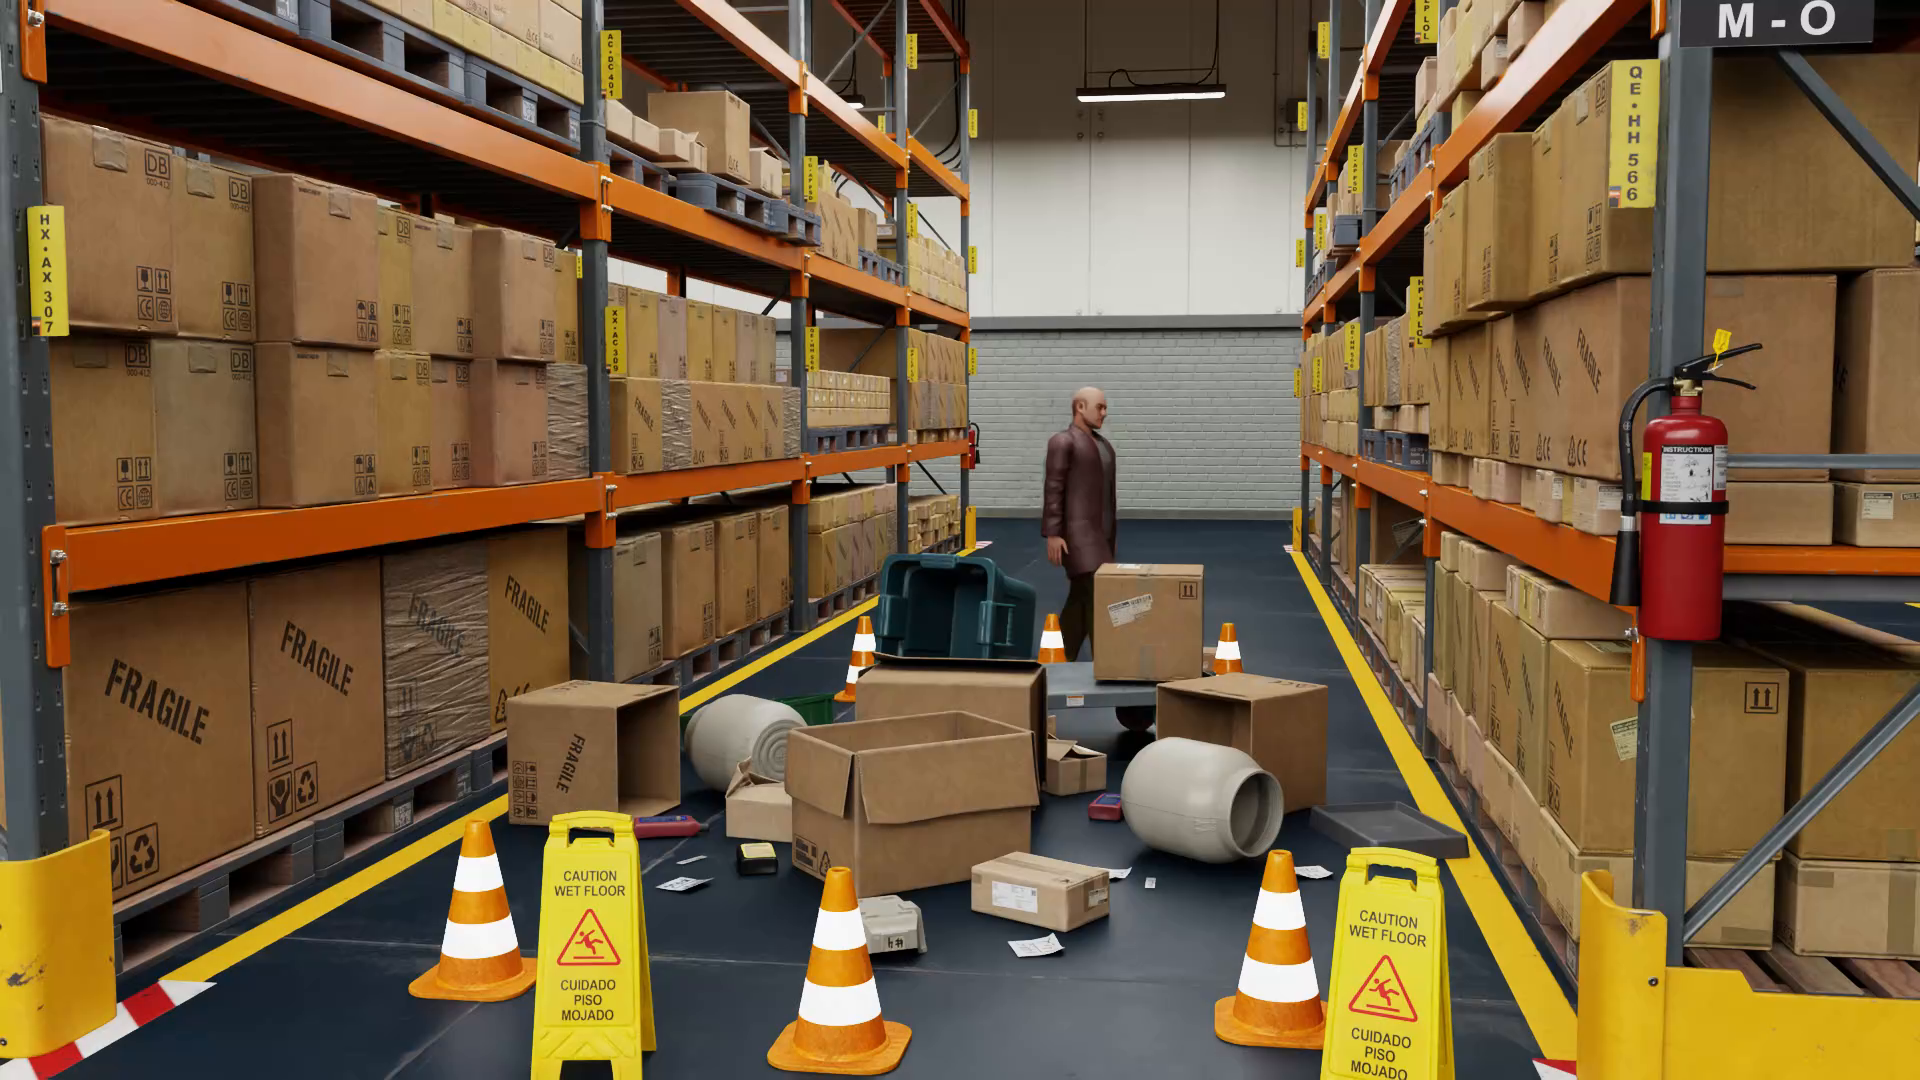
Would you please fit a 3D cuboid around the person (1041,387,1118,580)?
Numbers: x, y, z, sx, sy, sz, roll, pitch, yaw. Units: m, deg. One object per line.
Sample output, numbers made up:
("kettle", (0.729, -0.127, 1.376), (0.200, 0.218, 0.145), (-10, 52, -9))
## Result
("person", (0.831, -0.016, 9.744), (0.831, 1.759, 0.634), (3, 5, 36))
